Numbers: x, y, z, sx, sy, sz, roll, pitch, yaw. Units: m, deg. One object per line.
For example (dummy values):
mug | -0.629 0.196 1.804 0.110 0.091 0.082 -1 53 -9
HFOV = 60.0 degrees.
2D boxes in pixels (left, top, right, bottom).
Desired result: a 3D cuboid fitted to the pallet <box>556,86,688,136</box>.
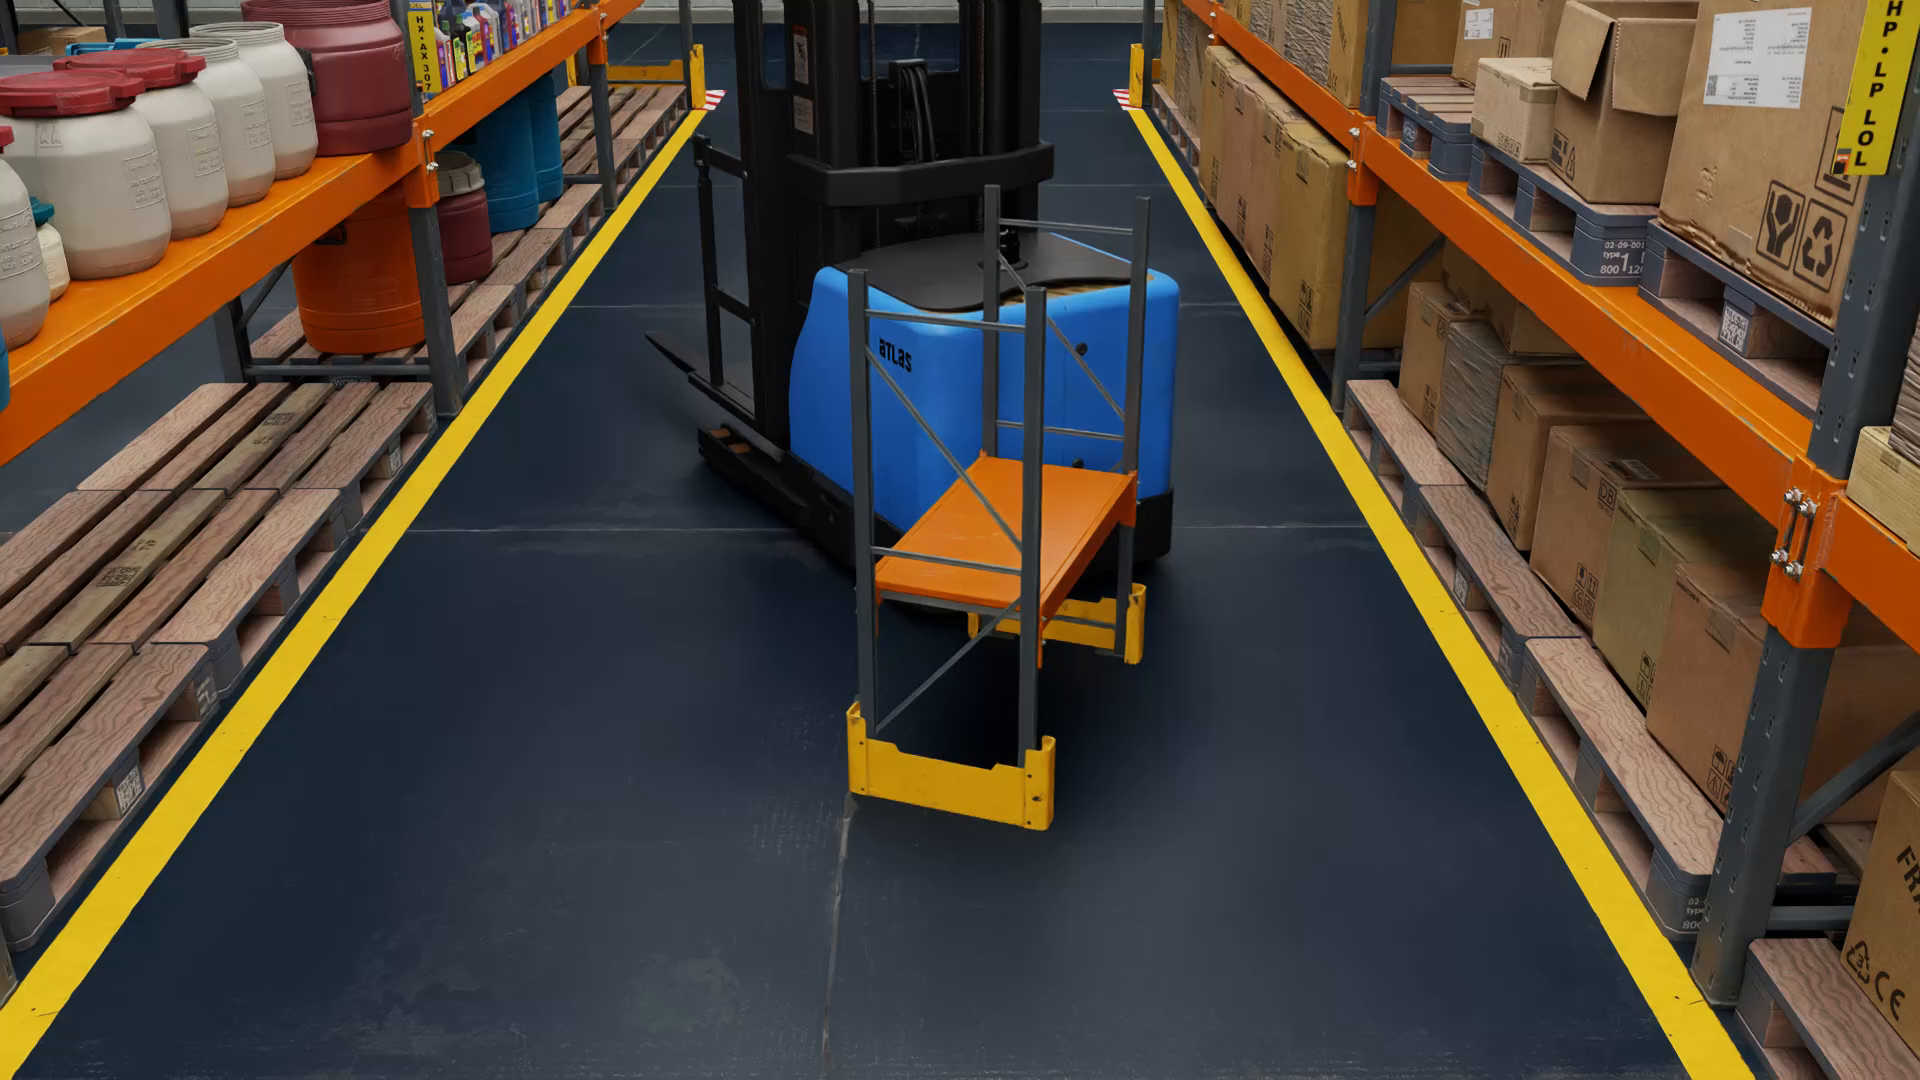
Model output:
pallet | -2.878 -3.621 13.999 1.003 0.211 1.213 0 24 -1

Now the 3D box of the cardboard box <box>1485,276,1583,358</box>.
cardboard box | 2.245 -0.866 6.114 0.500 0.250 0.500 2 24 5

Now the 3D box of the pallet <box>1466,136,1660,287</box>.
pallet | 2.255 -1.054 5.173 1.003 0.211 1.213 0 24 -1

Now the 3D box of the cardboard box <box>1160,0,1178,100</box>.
cardboard box | 2.192 -4.213 13.995 0.875 0.875 0.875 0 24 -1

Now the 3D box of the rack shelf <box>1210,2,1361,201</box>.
rack shelf | 2.170 -2.453 8.907 1.077 0.370 4.000 0 24 -1

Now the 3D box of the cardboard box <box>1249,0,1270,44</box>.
cardboard box | 1.915 -3.047 9.225 0.500 0.500 0.500 -1 24 -2

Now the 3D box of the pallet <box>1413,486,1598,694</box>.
pallet | 2.210 0.137 5.691 1.003 0.211 1.213 0 24 -1

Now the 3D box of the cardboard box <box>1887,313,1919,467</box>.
cardboard box | 2.179 -0.304 2.800 0.875 0.500 0.500 0 24 -1

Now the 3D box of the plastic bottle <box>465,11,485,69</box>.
plastic bottle | -2.426 -2.485 8.260 0.097 0.271 0.097 0 24 0

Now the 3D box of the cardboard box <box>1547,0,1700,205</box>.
cardboard box | 2.124 -1.261 4.763 0.797 0.503 0.637 2 24 5

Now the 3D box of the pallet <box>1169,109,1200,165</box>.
pallet | 2.202 -3.152 12.964 1.003 0.211 1.213 0 24 -1

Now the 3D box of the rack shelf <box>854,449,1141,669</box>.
rack shelf | 0.138 0.025 4.812 0.538 0.185 1.000 8 26 18

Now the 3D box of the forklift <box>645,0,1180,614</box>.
forklift | -0.429 -1.653 6.349 1.130 2.935 3.031 -14 28 -28

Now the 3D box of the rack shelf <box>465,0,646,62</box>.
rack shelf | -2.826 -4.079 12.503 1.077 0.370 4.000 0 24 -1

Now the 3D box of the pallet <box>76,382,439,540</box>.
pallet | -2.791 -0.345 6.756 1.003 0.211 1.213 0 24 -1

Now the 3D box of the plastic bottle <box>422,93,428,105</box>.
plastic bottle | -2.442 -2.058 7.311 0.152 0.276 0.135 0 24 -1

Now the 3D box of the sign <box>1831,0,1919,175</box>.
sign | 1.681 -0.832 3.045 0.100 0.325 0.005 0 24 -1

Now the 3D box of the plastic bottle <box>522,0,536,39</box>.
plastic bottle | -2.466 -2.952 9.287 0.152 0.276 0.135 0 24 -1

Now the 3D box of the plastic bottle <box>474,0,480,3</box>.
plastic bottle | -2.588 -2.846 9.058 0.097 0.271 0.097 0 24 0

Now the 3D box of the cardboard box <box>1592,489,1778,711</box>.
cardboard box | 2.264 0.180 4.711 0.700 0.500 0.500 0 24 -1

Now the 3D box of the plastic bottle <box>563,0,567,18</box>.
plastic bottle | -2.448 -3.284 10.112 0.097 0.201 0.097 0 24 0

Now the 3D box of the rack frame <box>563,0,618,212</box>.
rack frame | -2.804 -3.583 10.532 1.000 3.000 0.127 0 24 -1

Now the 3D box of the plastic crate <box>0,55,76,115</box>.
plastic crate | -3.049 -1.297 5.399 0.402 0.464 0.583 0 24 -1

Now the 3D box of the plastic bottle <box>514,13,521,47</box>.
plastic bottle | -2.435 -2.774 8.986 0.097 0.201 0.097 0 24 0

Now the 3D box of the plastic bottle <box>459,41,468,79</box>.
plastic bottle | -2.422 -2.317 7.975 0.097 0.201 0.097 0 24 0

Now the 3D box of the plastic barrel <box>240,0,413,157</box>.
plastic barrel | -2.453 -1.807 6.440 0.600 0.536 0.708 0 24 -1

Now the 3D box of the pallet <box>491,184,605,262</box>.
pallet | -2.837 -1.994 10.403 1.003 0.211 1.213 0 24 -1

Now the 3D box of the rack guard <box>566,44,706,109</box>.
rack guard | -2.861 -4.102 14.713 1.175 0.500 0.348 0 24 -1

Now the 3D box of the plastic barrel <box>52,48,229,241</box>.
plastic barrel | -2.521 -1.224 5.152 0.433 0.535 0.433 0 24 0

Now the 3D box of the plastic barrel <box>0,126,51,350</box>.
plastic barrel | -2.508 -0.744 4.089 0.433 0.535 0.433 0 24 0

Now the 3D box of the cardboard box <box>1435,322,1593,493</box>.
cardboard box | 2.238 -0.514 6.246 0.700 0.500 0.500 -2 24 -5

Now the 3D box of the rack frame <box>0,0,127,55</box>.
rack frame | -7.801 -5.210 14.131 1.000 3.000 0.127 0 24 -1

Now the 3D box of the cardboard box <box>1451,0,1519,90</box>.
cardboard box | 2.238 -1.972 6.338 0.500 0.500 0.500 -3 25 -7

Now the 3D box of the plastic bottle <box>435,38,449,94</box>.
plastic bottle | -2.400 -2.197 7.609 0.061 0.283 0.133 0 24 -1

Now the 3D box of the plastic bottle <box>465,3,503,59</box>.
plastic bottle | -2.457 -2.629 8.574 0.152 0.276 0.135 0 24 -1

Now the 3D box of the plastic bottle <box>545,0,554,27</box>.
plastic bottle | -2.467 -3.183 9.708 0.144 0.351 0.185 0 24 -1

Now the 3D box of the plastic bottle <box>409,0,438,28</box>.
plastic bottle | -3.018 -2.953 9.290 0.152 0.276 0.135 0 24 -1

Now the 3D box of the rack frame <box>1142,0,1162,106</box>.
rack frame | 2.105 -5.253 14.226 1.000 3.000 0.127 0 24 -1

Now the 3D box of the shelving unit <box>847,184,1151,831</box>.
shelving unit | 0.141 -0.143 4.745 0.587 1.500 1.083 8 26 18

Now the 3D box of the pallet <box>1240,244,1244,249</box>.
pallet | 2.232 -2.017 10.454 1.003 0.211 1.213 0 24 -1

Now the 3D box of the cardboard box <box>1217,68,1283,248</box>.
cardboard box | 2.186 -2.197 9.536 1.225 0.875 0.875 -1 24 -2

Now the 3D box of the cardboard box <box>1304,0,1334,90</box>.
cardboard box | 1.939 -2.410 7.818 0.500 0.500 0.500 0 24 -1

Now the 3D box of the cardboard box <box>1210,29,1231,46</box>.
cardboard box | 2.221 -3.101 11.535 0.875 0.875 0.875 0 24 -1

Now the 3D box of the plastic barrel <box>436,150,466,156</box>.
plastic barrel | -2.891 -1.892 9.302 0.421 0.512 0.421 0 24 0
